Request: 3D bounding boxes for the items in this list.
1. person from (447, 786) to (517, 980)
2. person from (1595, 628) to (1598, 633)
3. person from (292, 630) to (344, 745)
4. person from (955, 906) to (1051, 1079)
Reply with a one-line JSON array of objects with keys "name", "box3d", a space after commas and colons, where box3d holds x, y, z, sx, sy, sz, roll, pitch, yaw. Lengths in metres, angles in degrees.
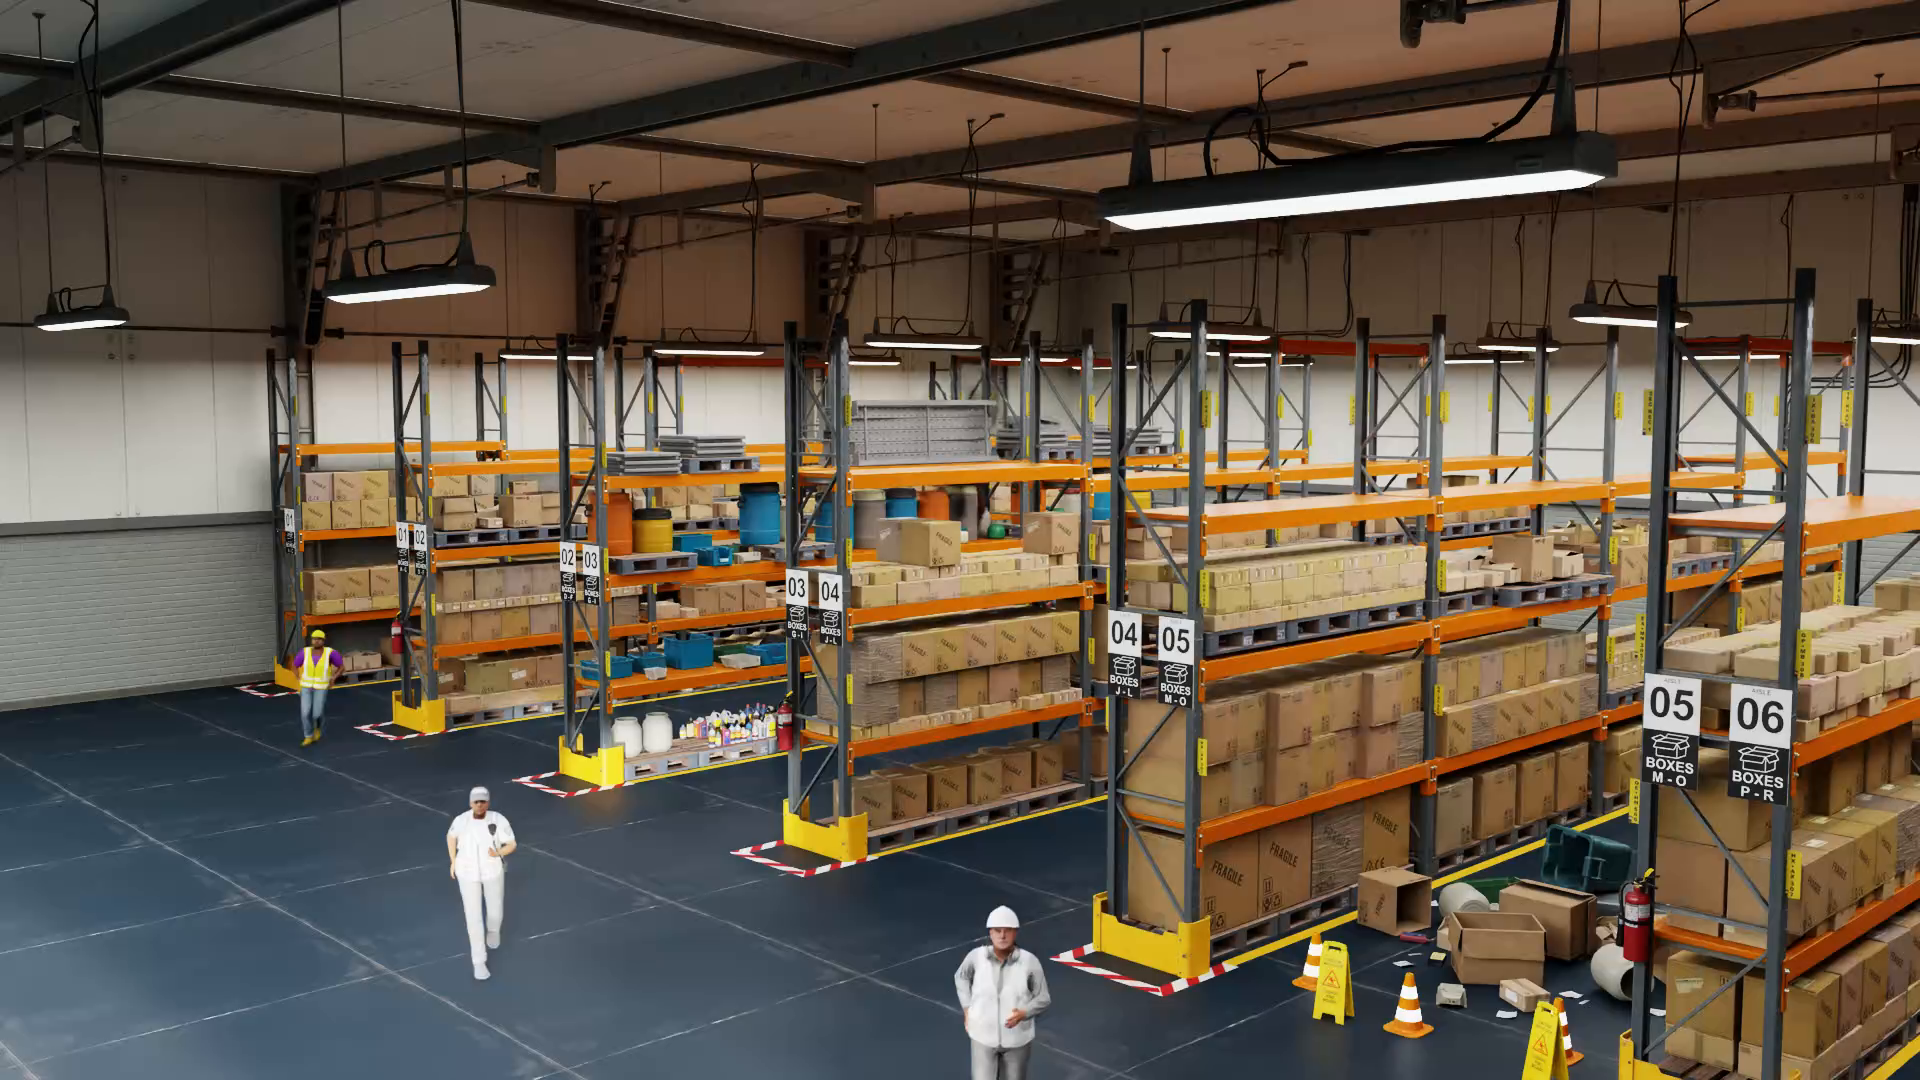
[{"name": "person", "box3d": [-4.311, 3.024, 15.009, 0.607, 1.649, 0.906, -1, 5, -16]}, {"name": "person", "box3d": [9.914, 2.150, 25.456, 0.573, 1.690, 0.907, 5, 7, 42]}, {"name": "person", "box3d": [-9.521, 2.181, 24.603, 0.716, 1.709, 0.601, -1, 5, -8]}, {"name": "person", "box3d": [0.245, 3.340, 11.065, 0.583, 1.835, 0.697, 0, 5, 3]}]
